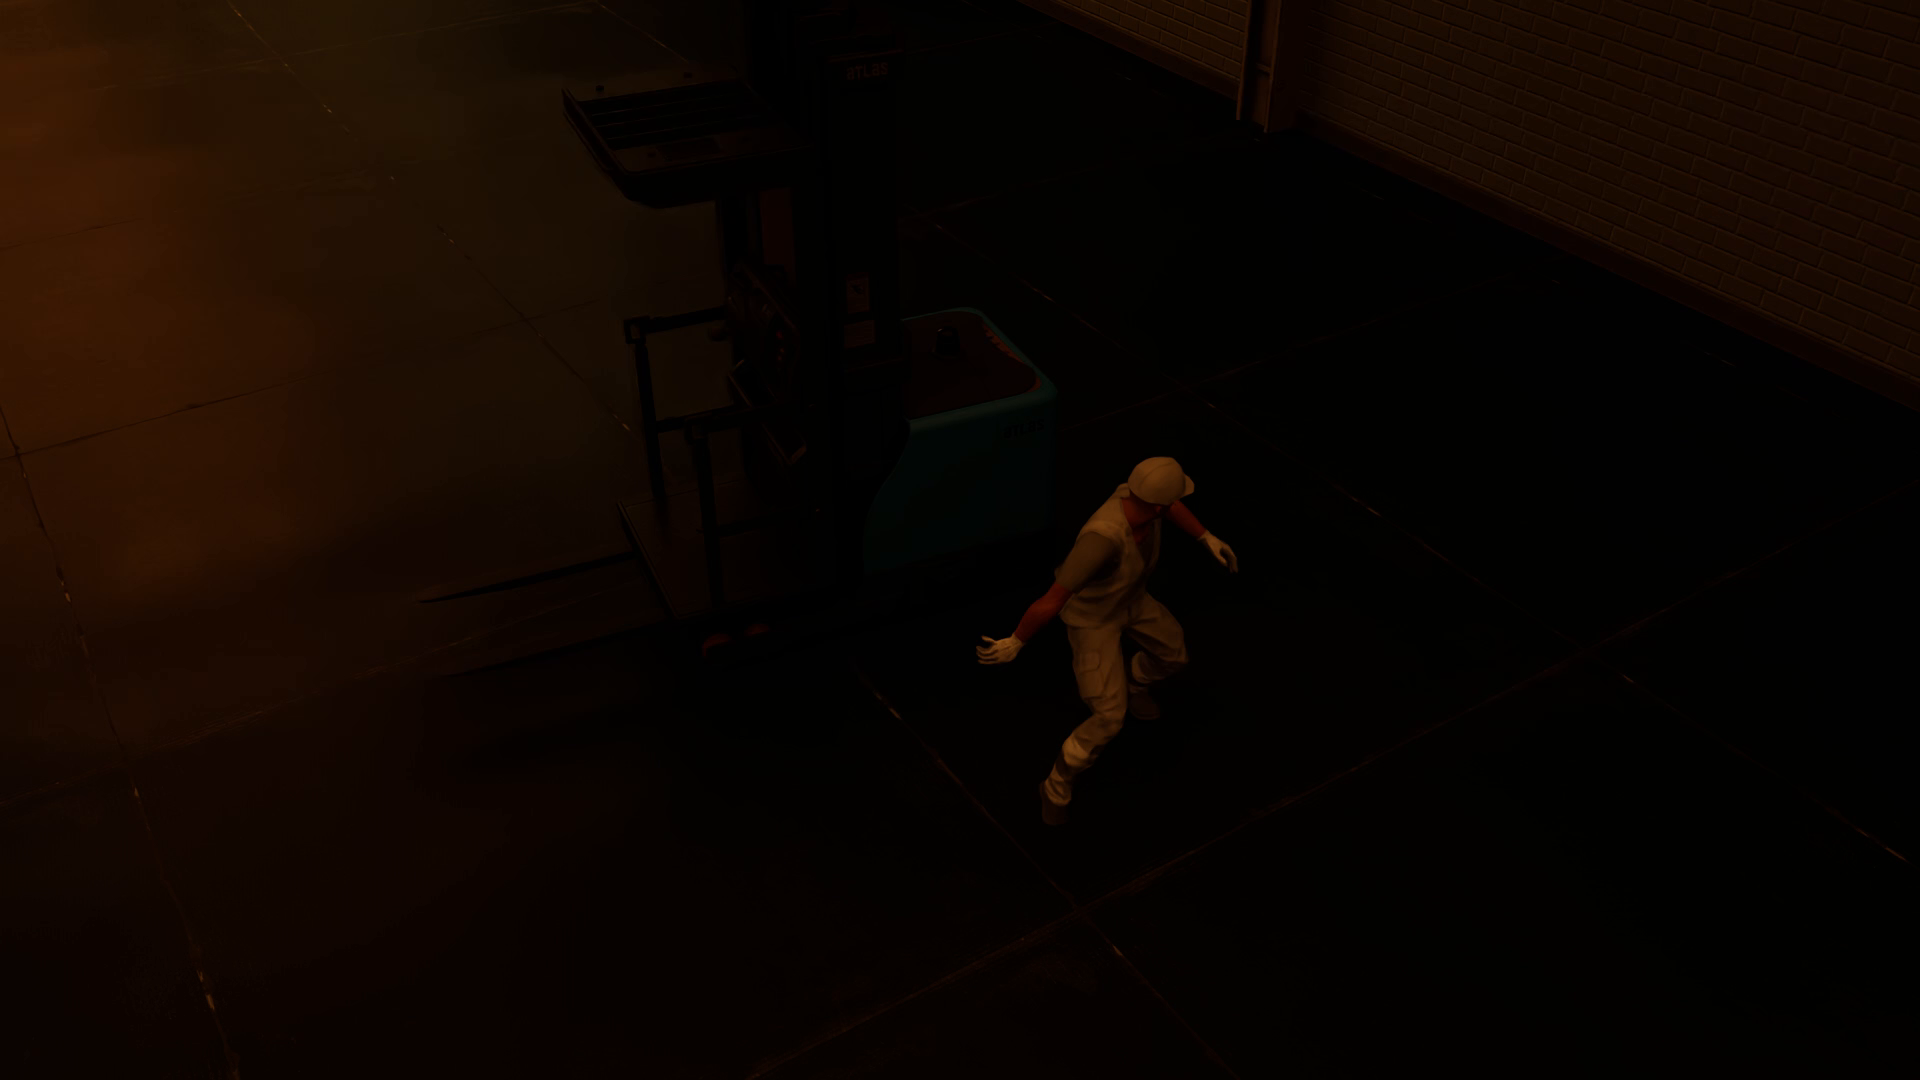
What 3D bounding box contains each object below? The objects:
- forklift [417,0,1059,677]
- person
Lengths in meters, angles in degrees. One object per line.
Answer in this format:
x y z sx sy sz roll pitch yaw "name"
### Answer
-1.077 -0.939 7.484 3.031 2.935 1.130 -15 38 -20 "forklift"
0.619 0.370 6.863 0.587 1.719 1.086 26 43 32 "person"
